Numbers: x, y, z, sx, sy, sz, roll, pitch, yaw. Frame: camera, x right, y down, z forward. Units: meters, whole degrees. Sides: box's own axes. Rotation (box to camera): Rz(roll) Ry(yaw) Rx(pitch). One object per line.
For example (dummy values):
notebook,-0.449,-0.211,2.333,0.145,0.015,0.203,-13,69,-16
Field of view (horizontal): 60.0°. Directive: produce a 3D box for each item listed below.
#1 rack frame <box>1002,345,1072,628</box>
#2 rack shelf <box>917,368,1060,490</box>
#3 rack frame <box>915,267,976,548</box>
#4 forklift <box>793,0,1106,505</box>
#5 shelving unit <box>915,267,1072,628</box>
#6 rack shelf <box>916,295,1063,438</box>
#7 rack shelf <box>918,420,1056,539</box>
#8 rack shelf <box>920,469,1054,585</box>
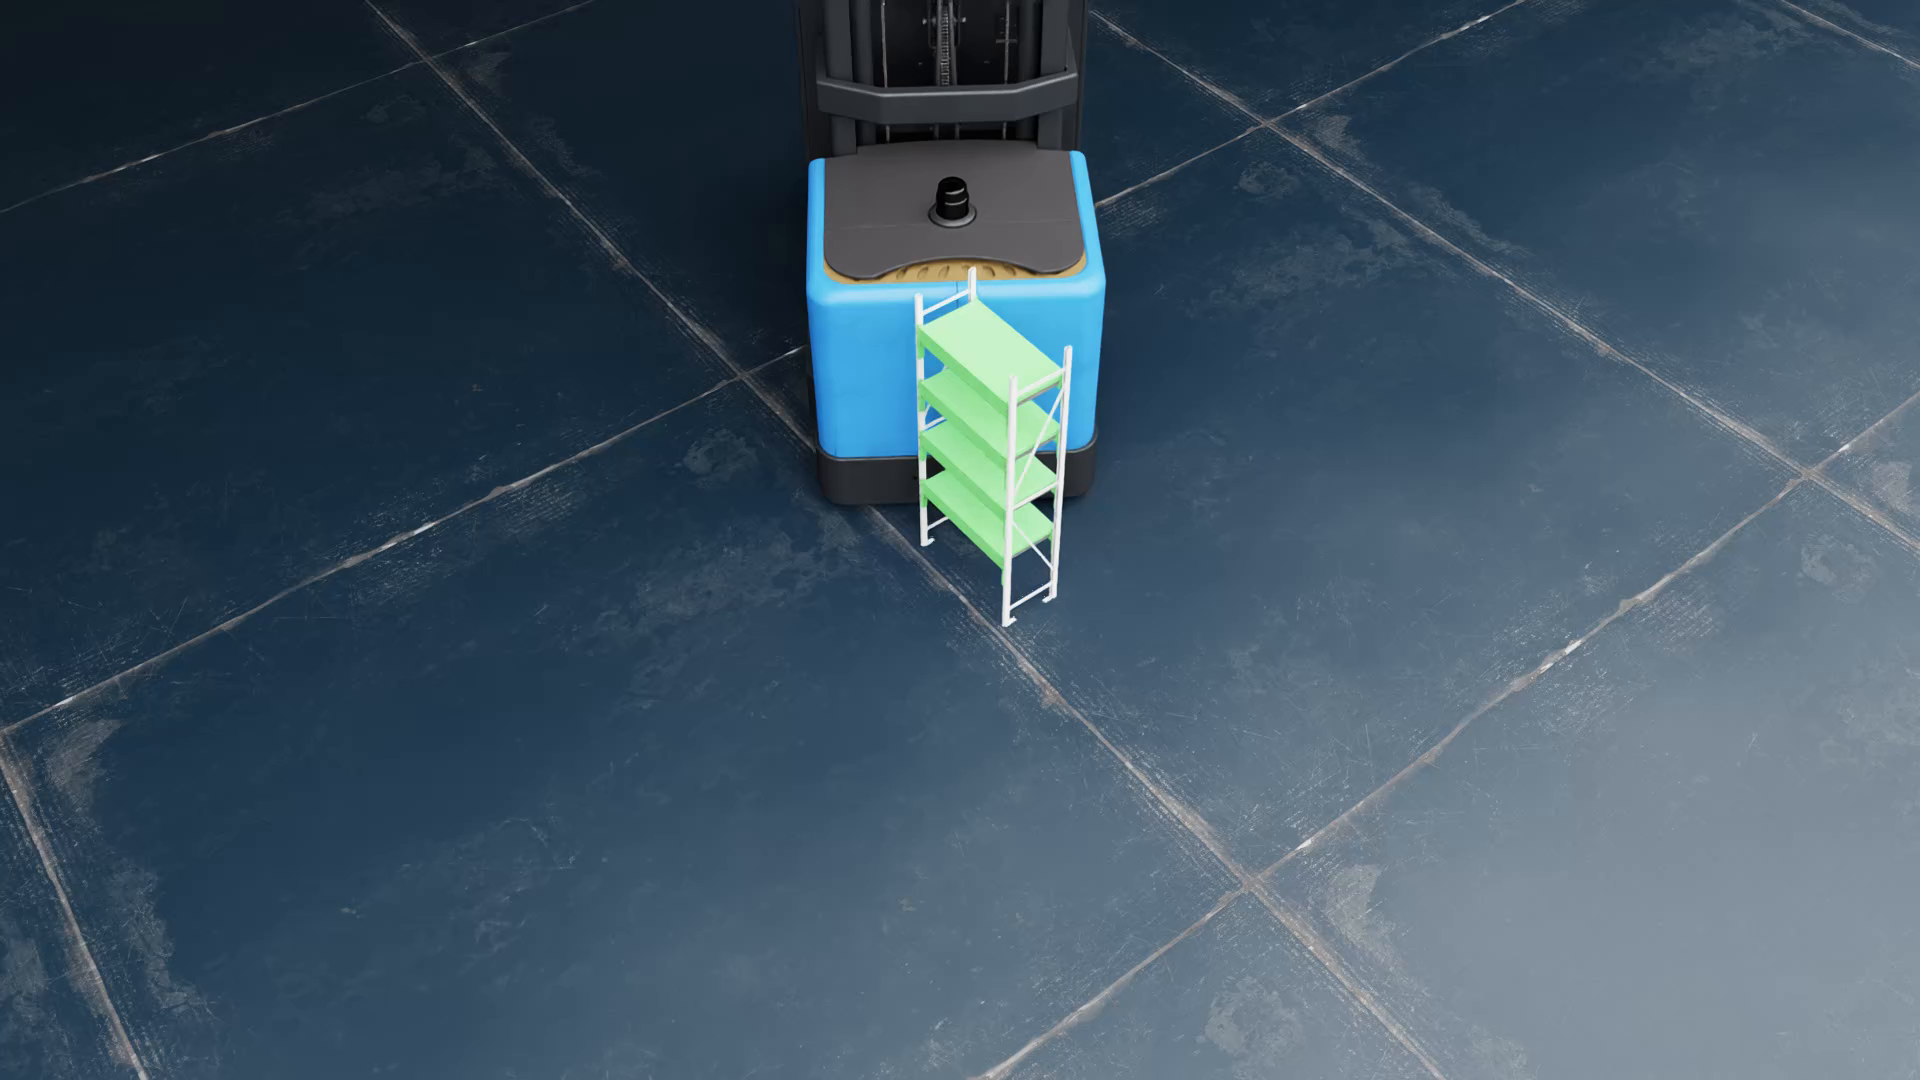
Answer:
rack frame,0.251,-0.146,5.573,0.240,1.200,0.015,-30,54,-24
rack shelf,0.102,-0.408,5.572,0.258,0.148,0.480,-30,54,-24
rack frame,-0.047,-0.433,5.833,0.240,1.200,0.015,-30,54,-24
forklift,-0.081,-2.203,6.269,1.130,2.935,3.031,-2,48,-2
shelving unit,0.102,-0.290,5.703,0.258,1.200,0.503,-30,54,-24
rack shelf,0.102,-0.569,5.395,0.258,0.148,0.480,-30,54,-24
rack shelf,0.102,-0.247,5.750,0.258,0.148,0.480,-30,54,-24
rack shelf,0.102,-0.086,5.928,0.258,0.148,0.480,-30,54,-24
